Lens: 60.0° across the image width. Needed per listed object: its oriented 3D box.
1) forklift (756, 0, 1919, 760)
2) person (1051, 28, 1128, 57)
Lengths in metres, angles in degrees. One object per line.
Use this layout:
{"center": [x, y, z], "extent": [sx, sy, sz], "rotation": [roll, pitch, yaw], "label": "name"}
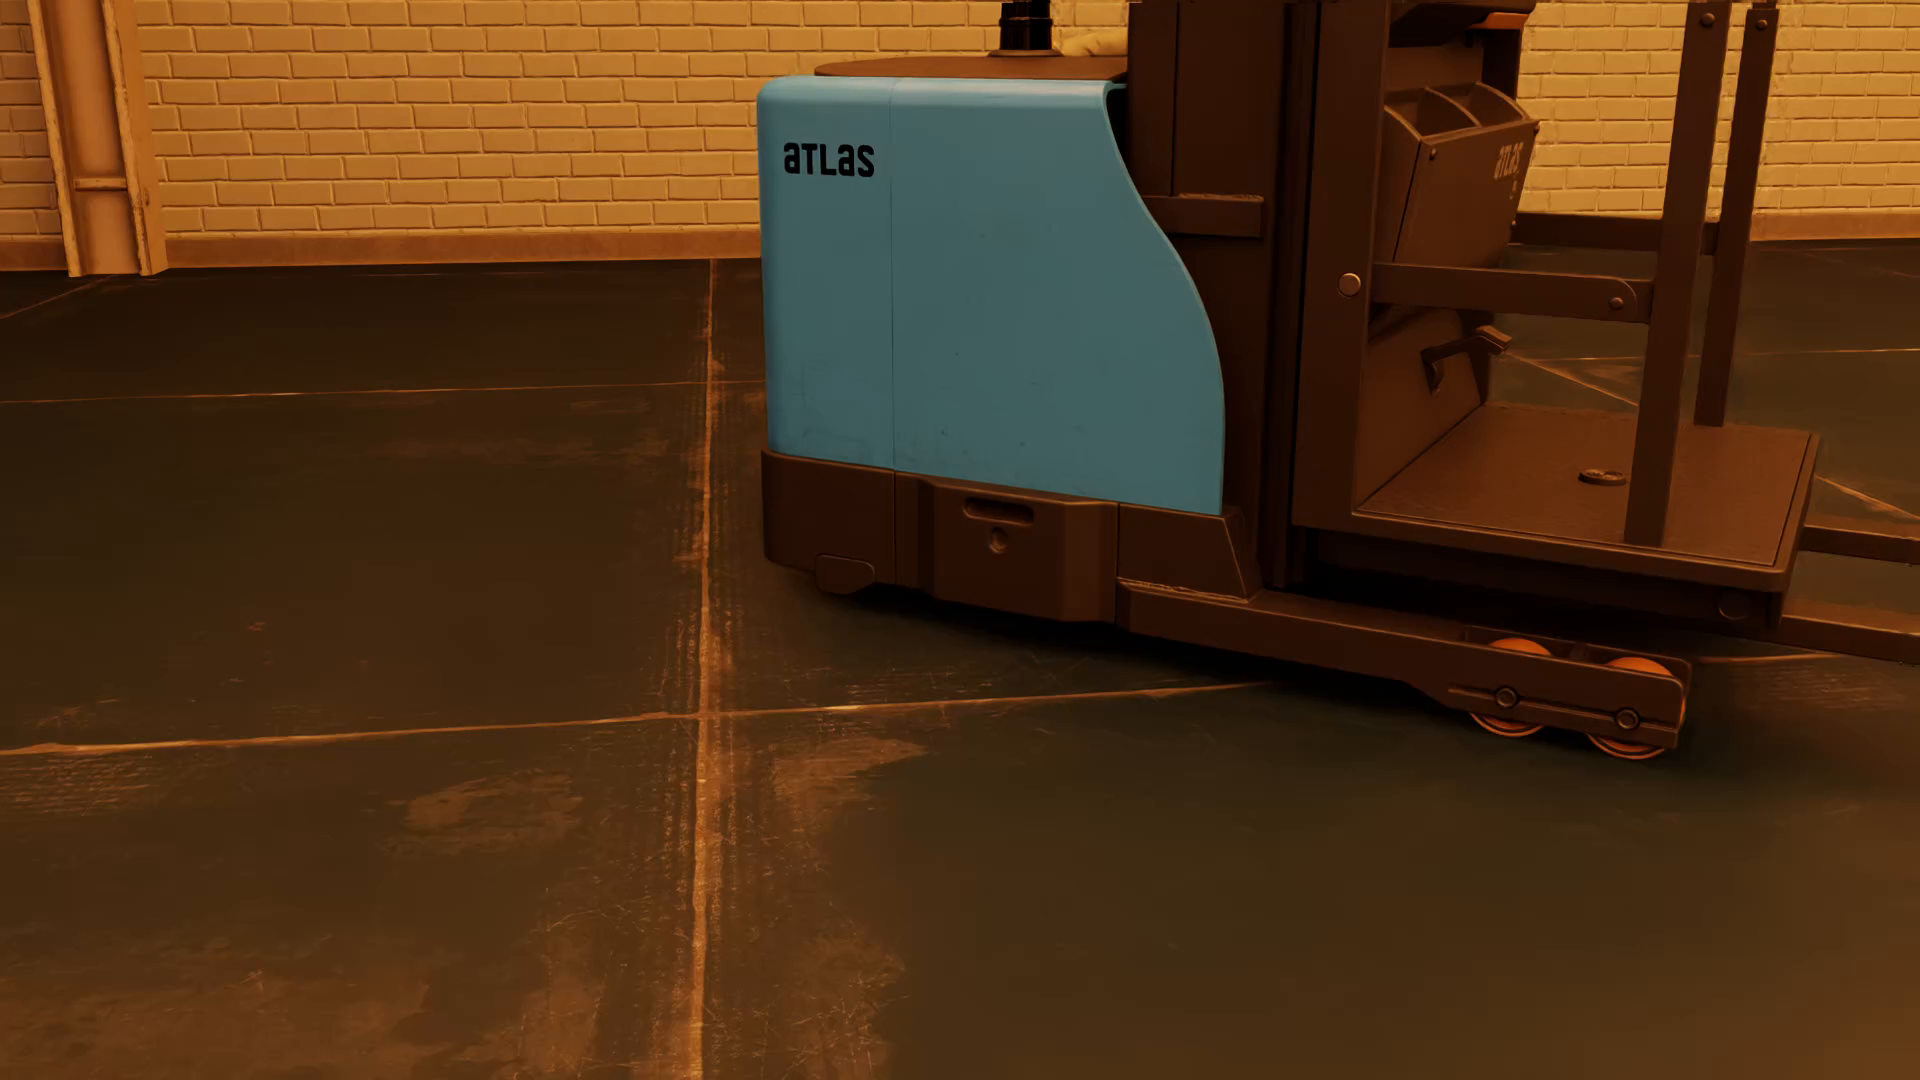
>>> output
{"center": [1.116, -1.214, 2.915], "extent": [3.031, 2.935, 1.130], "rotation": [9, 19, 28], "label": "forklift"}
{"center": [0.512, -0.755, 4.076], "extent": [0.946, 1.363, 0.743], "rotation": [3, 17, 8], "label": "person"}
